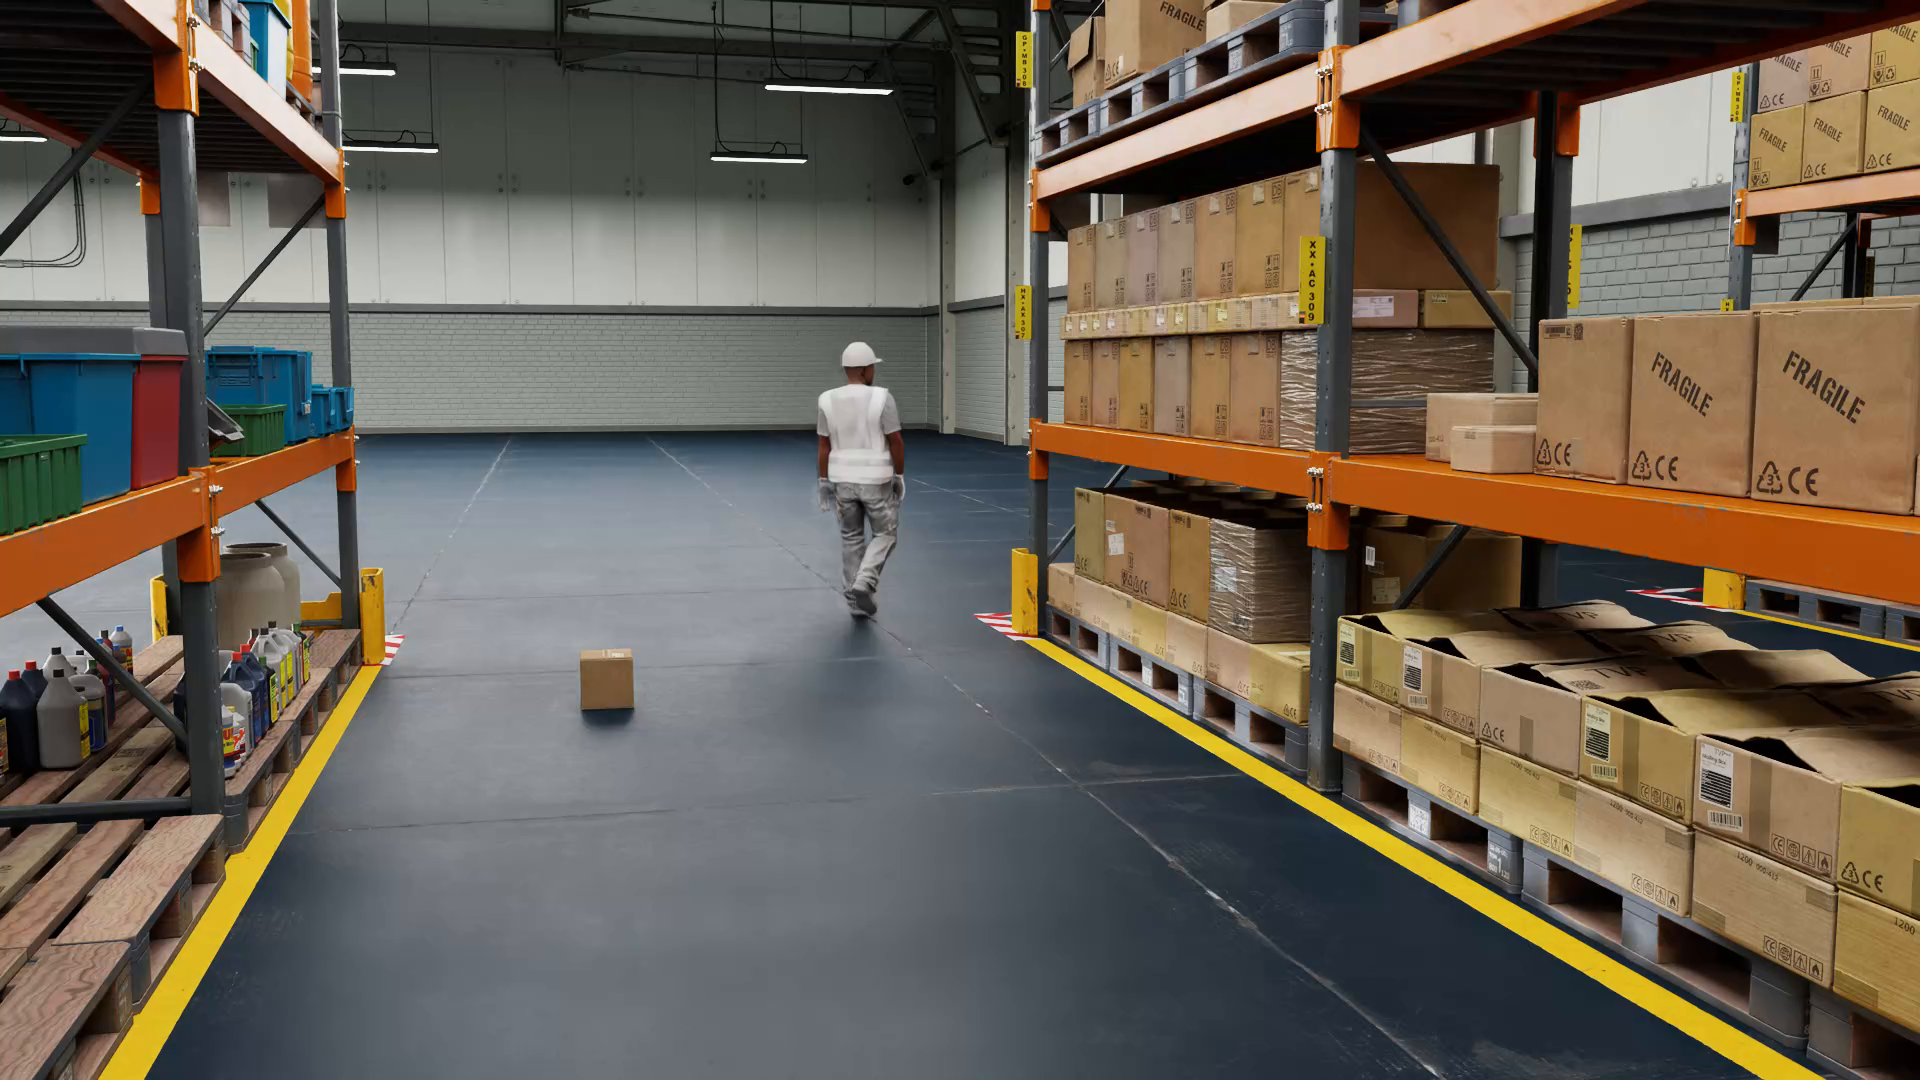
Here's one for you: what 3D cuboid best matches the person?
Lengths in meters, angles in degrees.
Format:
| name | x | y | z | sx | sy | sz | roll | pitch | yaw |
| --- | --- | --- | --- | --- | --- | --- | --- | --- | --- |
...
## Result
| name | x | y | z | sx | sy | sz | roll | pitch | yaw |
| --- | --- | --- | --- | --- | --- | --- | --- | --- | --- |
| person | -0.632 | -0.381 | 10.709 | 0.584 | 1.771 | 0.700 | 1 | 6 | 12 |
